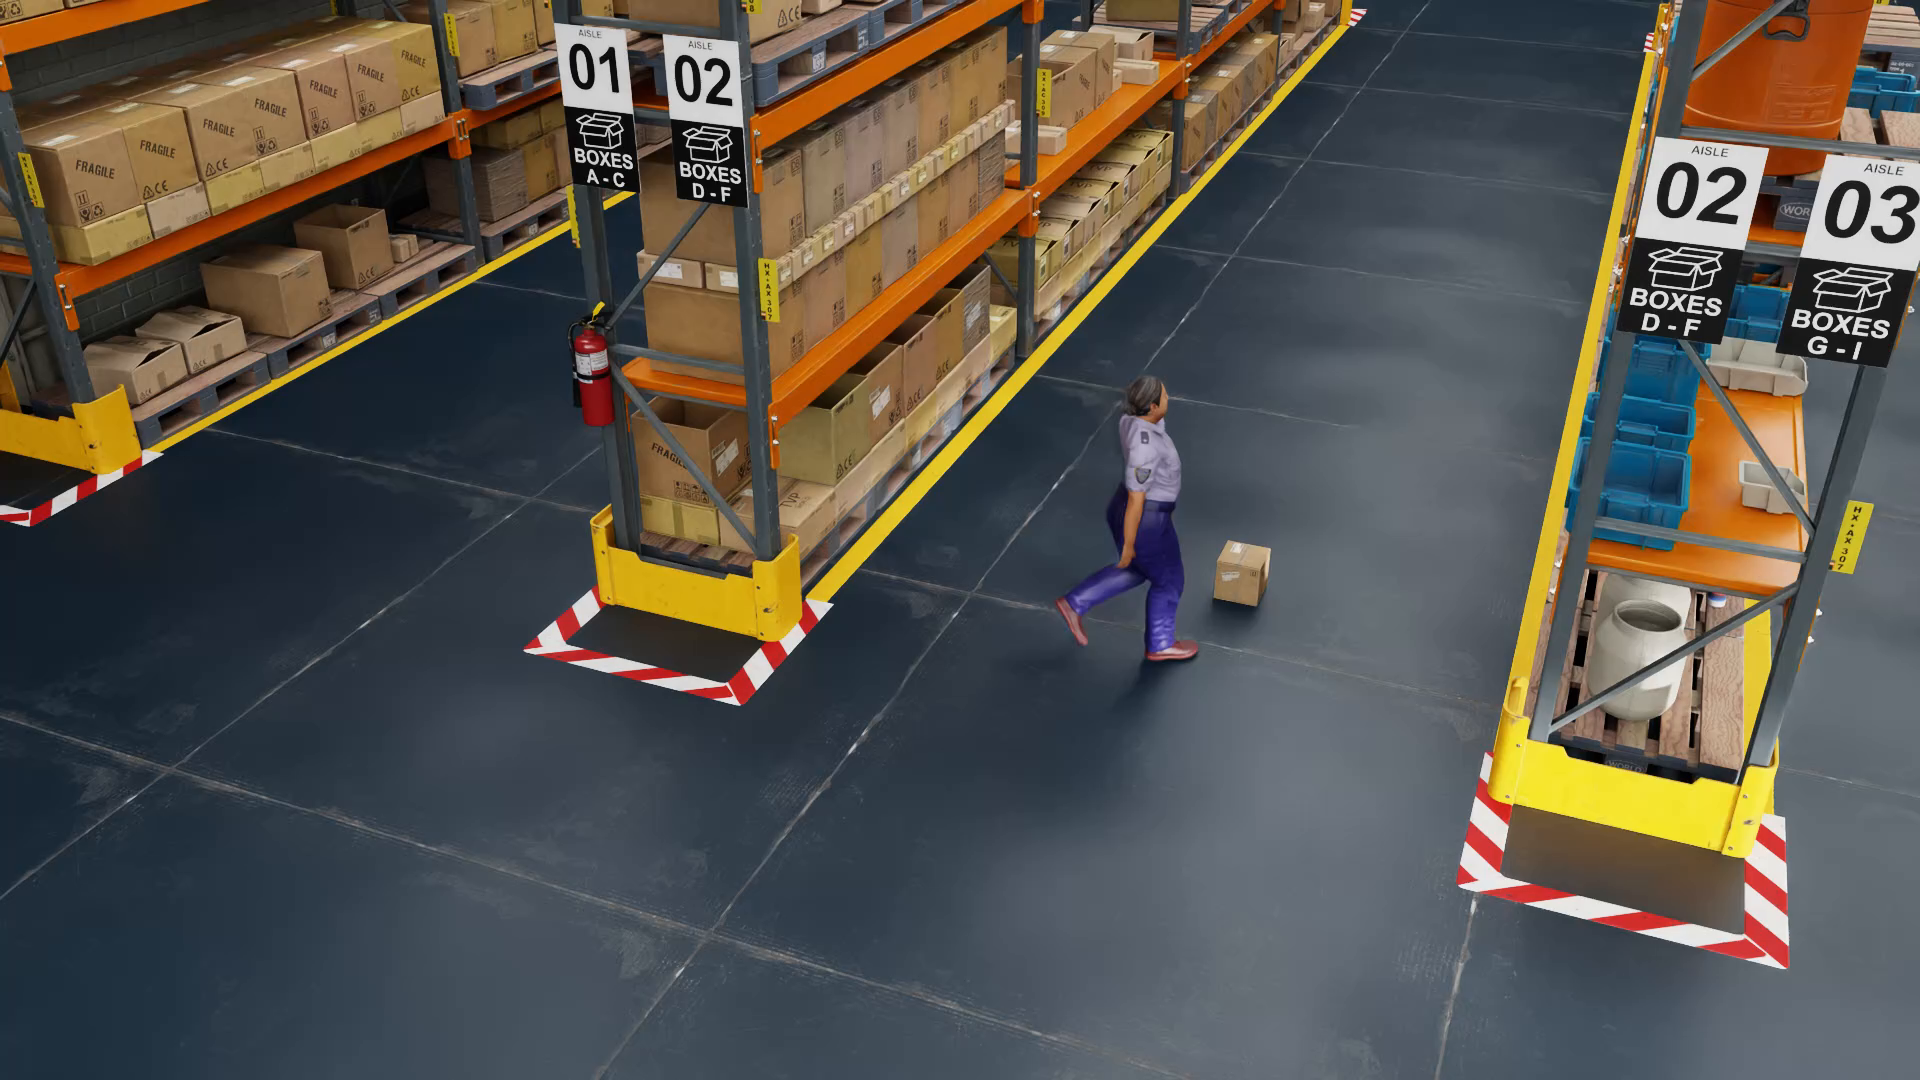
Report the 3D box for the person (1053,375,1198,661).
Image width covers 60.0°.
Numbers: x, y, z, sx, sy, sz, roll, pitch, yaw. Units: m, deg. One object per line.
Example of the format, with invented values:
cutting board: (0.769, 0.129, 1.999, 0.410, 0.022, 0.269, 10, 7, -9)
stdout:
person: (0.894, -0.099, 8.590, 0.772, 1.604, 0.498, -3, 30, -6)
